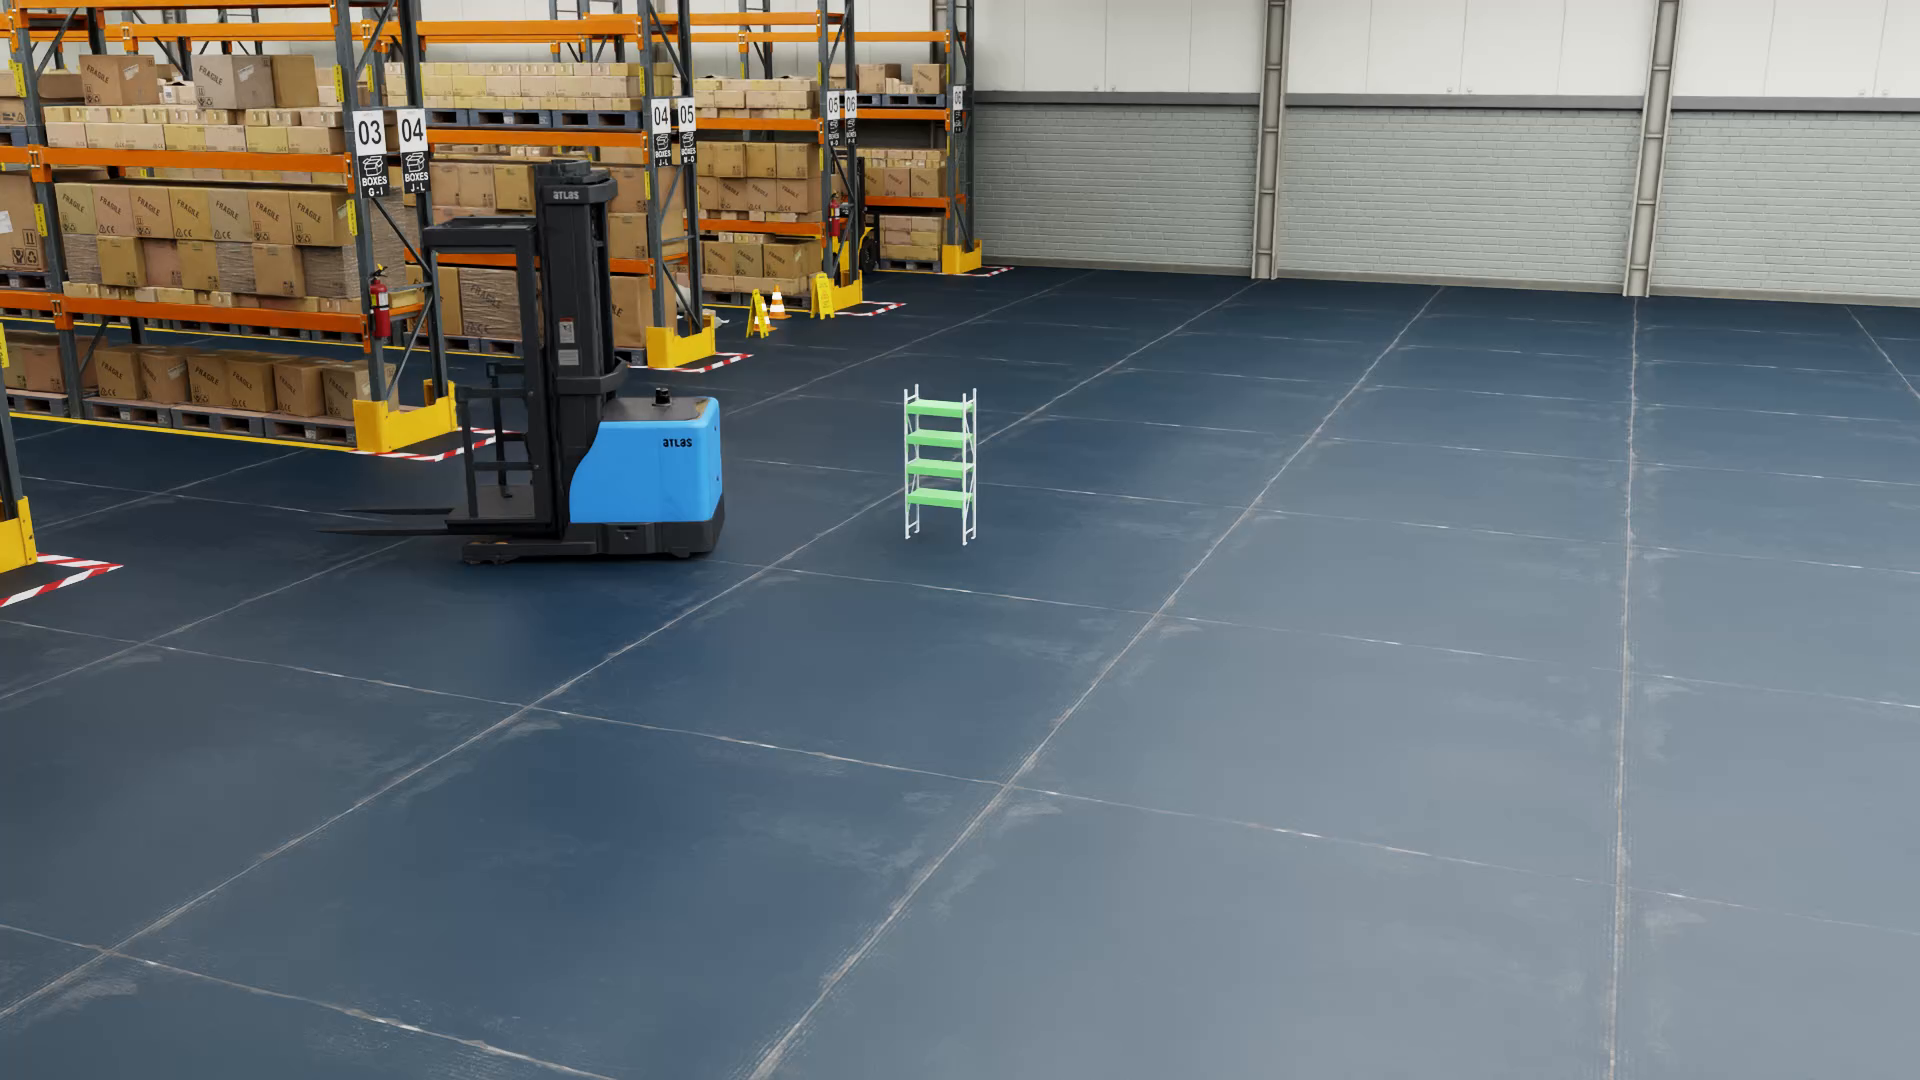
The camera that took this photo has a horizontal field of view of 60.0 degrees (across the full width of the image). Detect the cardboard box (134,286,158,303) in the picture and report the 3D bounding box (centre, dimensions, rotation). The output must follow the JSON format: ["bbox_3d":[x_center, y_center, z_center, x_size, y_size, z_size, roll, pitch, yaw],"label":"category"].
[{"bbox_3d":[-8.150,-2.519,16.921,0.250,0.149,0.380,6,17,21],"label":"cardboard box"}]

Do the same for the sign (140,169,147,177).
[{"bbox_3d":[-11.161,-4.908,22.765,0.005,0.325,0.100,6,17,21],"label":"sign"}]

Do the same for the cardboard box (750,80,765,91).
[{"bbox_3d":[-2.916,-6.765,24.737,0.250,0.149,0.380,6,17,21],"label":"cardboard box"}]

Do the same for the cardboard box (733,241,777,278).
[{"bbox_3d":[-3.134,-4.316,25.493,0.500,0.500,0.500,7,18,23],"label":"cardboard box"}]

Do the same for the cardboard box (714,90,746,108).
[{"bbox_3d":[-3.333,-6.605,24.900,0.500,0.250,0.500,7,18,22],"label":"cardboard box"}]

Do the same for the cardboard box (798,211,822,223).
[{"bbox_3d":[-2.233,-4.870,25.018,0.250,0.149,0.380,7,18,22],"label":"cardboard box"}]

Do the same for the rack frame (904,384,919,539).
[{"bbox_3d":[-0.381,-0.618,13.151,0.015,1.200,0.240,6,17,21],"label":"rack frame"}]

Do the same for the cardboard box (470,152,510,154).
[{"bbox_3d":[-7.769,-6.143,27.486,0.500,0.500,0.500,5,17,17],"label":"cardboard box"}]

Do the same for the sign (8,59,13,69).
[{"bbox_3d":[-16.900,-8.399,29.635,0.005,0.325,0.100,6,17,21],"label":"sign"}]

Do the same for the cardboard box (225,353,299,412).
[{"bbox_3d":[-7.161,-1.628,17.131,0.500,0.500,0.500,8,18,26],"label":"cardboard box"}]

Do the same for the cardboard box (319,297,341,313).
[{"bbox_3d":[-6.016,-2.318,16.229,0.250,0.149,0.380,6,17,21],"label":"cardboard box"}]

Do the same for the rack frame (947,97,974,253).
[{"bbox_3d":[0.011,-6.295,29.478,0.127,3.000,1.000,6,17,21],"label":"rack frame"}]

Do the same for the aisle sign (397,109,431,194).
[{"bbox_3d":[-5.275,-3.757,16.073,0.004,0.787,0.394,6,17,21],"label":"aisle sign"}]

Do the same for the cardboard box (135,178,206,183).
[{"bbox_3d":[-8.178,-3.492,17.316,0.500,0.500,0.500,6,17,21],"label":"cardboard box"}]

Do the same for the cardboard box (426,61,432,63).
[{"bbox_3d":[-10.584,-9.402,33.041,0.258,0.266,0.396,6,17,21],"label":"cardboard box"}]

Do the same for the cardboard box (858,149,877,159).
[{"bbox_3d":[-1.623,-6.884,29.630,0.250,0.149,0.380,7,17,22],"label":"cardboard box"}]

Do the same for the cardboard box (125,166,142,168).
[{"bbox_3d":[-14.456,-6.844,29.394,0.500,0.500,0.500,7,17,21],"label":"cardboard box"}]

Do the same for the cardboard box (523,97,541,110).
[{"bbox_3d":[-5.144,-5.359,20.391,0.250,0.149,0.380,6,17,21],"label":"cardboard box"}]

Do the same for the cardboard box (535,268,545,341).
[{"bbox_3d":[-5.003,-3.036,21.310,0.875,0.875,0.875,6,17,20],"label":"cardboard box"}]

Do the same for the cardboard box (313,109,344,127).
[{"bbox_3d":[-5.815,-3.945,15.555,0.250,0.149,0.380,6,17,21],"label":"cardboard box"}]

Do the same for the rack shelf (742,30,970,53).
[{"bbox_3d":[-1.849,-8.843,29.502,4.000,0.370,1.077,6,17,21],"label":"rack shelf"}]

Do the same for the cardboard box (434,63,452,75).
[{"bbox_3d":[-6.326,-5.872,20.727,0.250,0.149,0.380,6,17,20],"label":"cardboard box"}]

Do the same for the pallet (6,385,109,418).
[{"bbox_3d":[-9.888,-1.587,18.260,1.213,0.211,1.003,6,17,21],"label":"pallet"}]

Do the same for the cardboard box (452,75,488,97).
[{"bbox_3d":[-5.958,-5.658,20.706,0.500,0.250,0.500,6,17,20],"label":"cardboard box"}]

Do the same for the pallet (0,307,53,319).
[{"bbox_3d":[-13.967,-3.522,24.928,1.213,0.211,1.003,6,17,21],"label":"pallet"}]

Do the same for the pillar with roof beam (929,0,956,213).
[{"bbox_3d":[-1.885,-8.365,25.846,0.400,9.000,9.100,6,17,21],"label":"pillar with roof beam"}]

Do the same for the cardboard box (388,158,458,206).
[{"bbox_3d":[-6.919,-4.666,21.662,0.550,0.550,0.875,6,17,21],"label":"cardboard box"}]

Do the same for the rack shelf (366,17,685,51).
[{"bbox_3d":[-5.389,-6.261,20.609,4.000,0.370,1.077,6,17,21],"label":"rack shelf"}]

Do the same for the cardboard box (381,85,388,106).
[{"bbox_3d":[-7.720,-5.875,21.958,0.396,0.266,0.258,6,17,20],"label":"cardboard box"}]

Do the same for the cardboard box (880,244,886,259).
[{"bbox_3d":[-1.463,-5.249,30.054,0.500,0.250,0.500,6,17,21],"label":"cardboard box"}]

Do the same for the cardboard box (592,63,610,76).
[{"bbox_3d":[-4.198,-5.638,19.922,0.250,0.149,0.380,6,17,21],"label":"cardboard box"}]

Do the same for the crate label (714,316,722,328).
[{"bbox_3d":[-3.525,-3.084,23.550,0.298,0.136,0.250,-2,16,-8],"label":"crate label"}]

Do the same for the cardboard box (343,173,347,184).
[{"bbox_3d":[-7.714,-4.700,22.010,0.500,0.500,0.700,6,17,20],"label":"cardboard box"}]

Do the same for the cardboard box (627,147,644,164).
[{"bbox_3d":[-4.731,-5.929,25.709,0.500,0.500,0.700,6,17,21],"label":"cardboard box"}]

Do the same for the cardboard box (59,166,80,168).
[{"bbox_3d":[-15.869,-6.524,30.087,0.500,0.500,0.500,6,17,20],"label":"cardboard box"}]

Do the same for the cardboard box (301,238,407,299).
[{"bbox_3d":[-5.944,-2.692,16.352,0.500,0.500,0.875,6,17,21],"label":"cardboard box"}]

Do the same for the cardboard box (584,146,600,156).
[{"bbox_3d":[-5.835,-6.261,26.729,0.250,0.149,0.380,6,17,20],"label":"cardboard box"}]

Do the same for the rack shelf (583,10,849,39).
[{"bbox_3d":[-3.667,-7.746,25.011,4.000,0.370,1.077,6,17,21],"label":"rack shelf"}]

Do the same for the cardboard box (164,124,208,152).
[{"bbox_3d":[-7.393,-3.944,16.269,0.500,0.250,0.500,6,17,20],"label":"cardboard box"}]

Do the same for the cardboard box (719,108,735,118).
[{"bbox_3d":[-3.422,-6.430,25.011,0.250,0.149,0.380,6,17,19],"label":"cardboard box"}]

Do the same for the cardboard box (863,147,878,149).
[{"bbox_3d":[-1.651,-7.053,30.212,0.250,0.149,0.380,6,17,21],"label":"cardboard box"}]

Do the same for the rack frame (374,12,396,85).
[{"bbox_3d":[-9.248,-8.707,27.025,0.127,3.000,1.000,6,17,21],"label":"rack frame"}]

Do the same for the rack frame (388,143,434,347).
[{"bbox_3d":[-7.250,-4.123,21.994,0.127,3.000,1.000,6,17,21],"label":"rack frame"}]

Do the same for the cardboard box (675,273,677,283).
[{"bbox_3d":[-4.577,-4.116,26.149,0.500,0.250,0.500,7,18,24],"label":"cardboard box"}]

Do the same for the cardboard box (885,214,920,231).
[{"bbox_3d":[-1.009,-5.673,29.722,0.500,0.250,0.500,7,17,22],"label":"cardboard box"}]

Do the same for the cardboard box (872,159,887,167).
[{"bbox_3d":[-1.374,-6.722,29.604,0.250,0.149,0.380,6,17,19],"label":"cardboard box"}]

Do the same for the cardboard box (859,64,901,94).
[{"bbox_3d":[-1.406,-8.146,29.362,0.500,0.500,0.700,6,17,21],"label":"cardboard box"}]

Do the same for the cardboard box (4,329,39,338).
[{"bbox_3d":[-10.684,-2.036,18.503,0.500,0.500,0.700,5,17,16],"label":"cardboard box"}]

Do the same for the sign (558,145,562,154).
[{"bbox_3d":[-7.621,-7.490,31.658,0.005,0.325,0.100,6,17,21],"label":"sign"}]

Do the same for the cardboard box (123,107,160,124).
[{"bbox_3d":[-7.997,-4.187,16.388,0.250,0.149,0.380,6,17,20],"label":"cardboard box"}]

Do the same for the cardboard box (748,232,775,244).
[{"bbox_3d":[-3.014,-4.595,25.291,0.250,0.149,0.380,7,18,22],"label":"cardboard box"}]

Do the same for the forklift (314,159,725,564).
[{"bbox_3d":[-3.404,-1.375,12.654,3.031,2.935,1.130,-1,16,-2],"label":"forklift"}]

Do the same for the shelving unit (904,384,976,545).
[{"bbox_3d":[-0.154,-0.593,13.065,0.503,1.200,0.258,6,17,21],"label":"shelving unit"}]

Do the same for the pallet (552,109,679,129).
[{"bbox_3d":[-4.223,-5.184,20.431,1.213,0.211,1.003,6,17,21],"label":"pallet"}]
